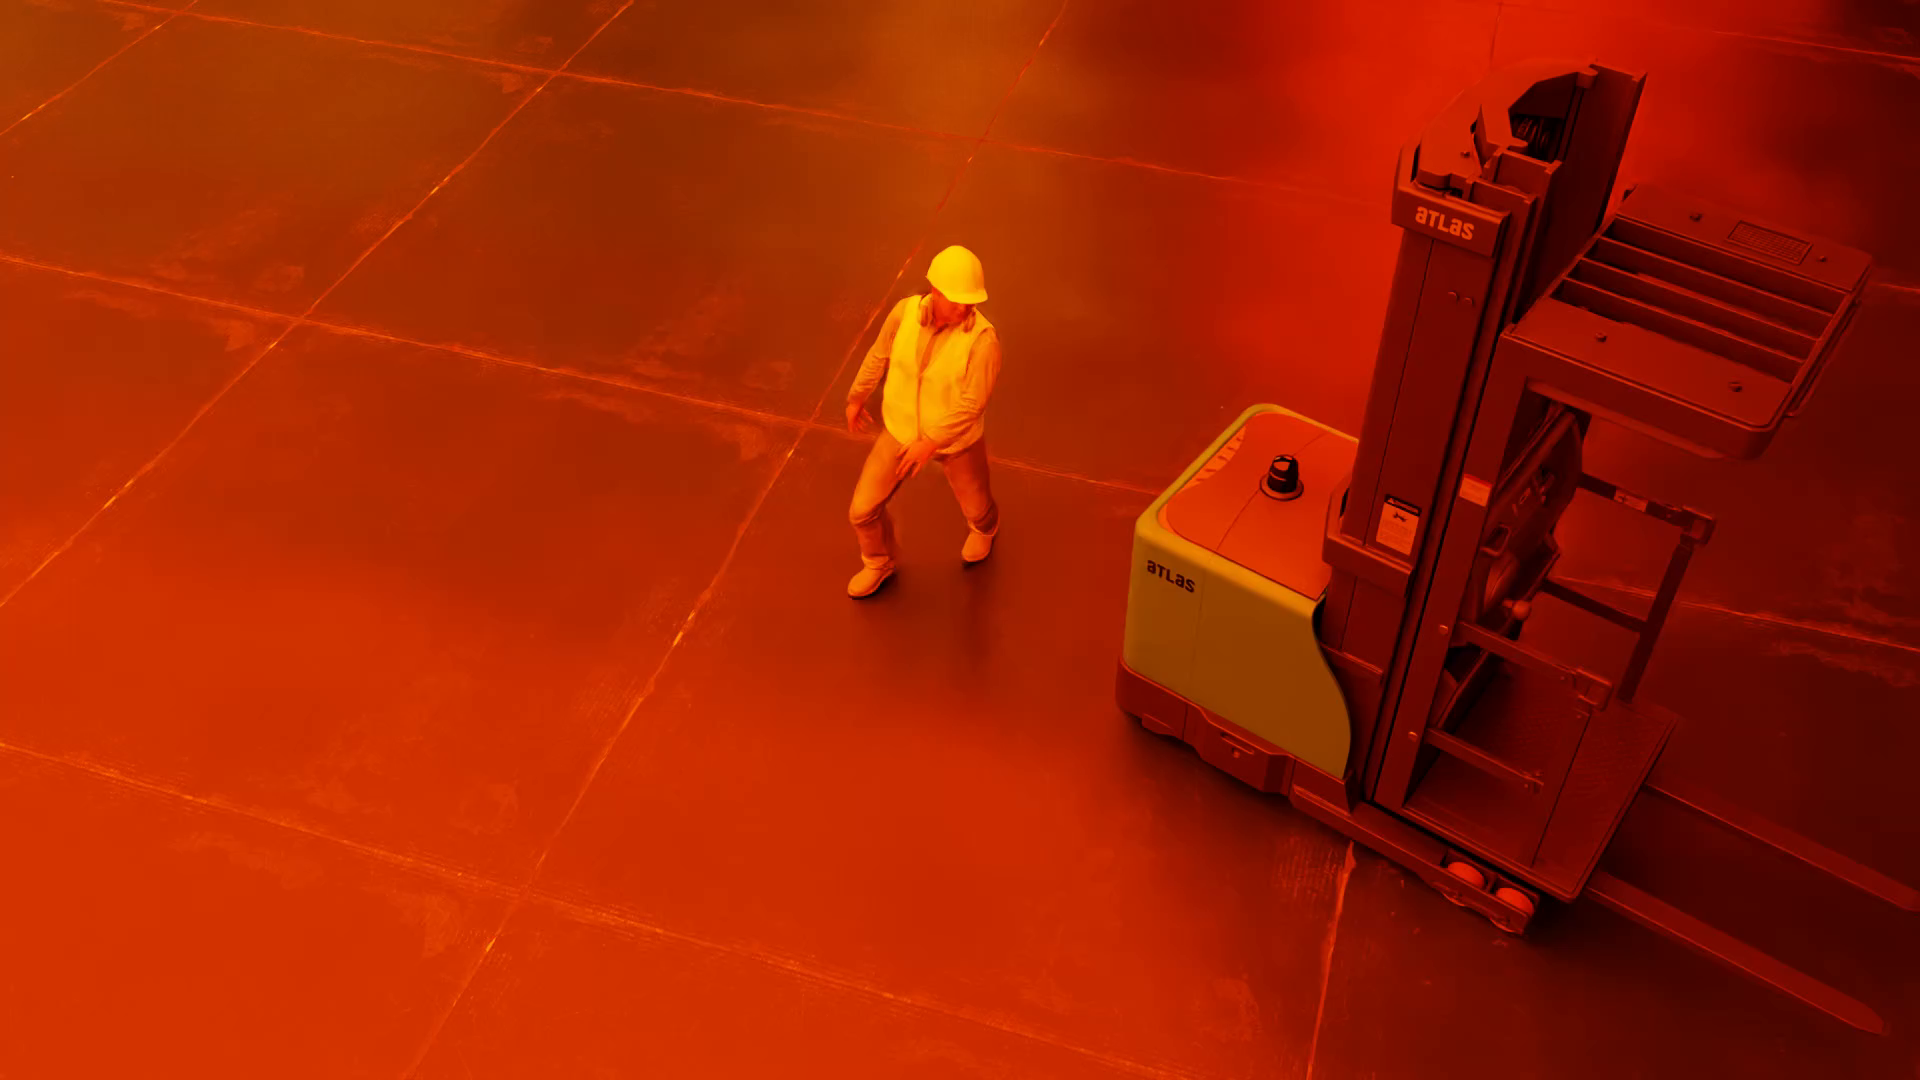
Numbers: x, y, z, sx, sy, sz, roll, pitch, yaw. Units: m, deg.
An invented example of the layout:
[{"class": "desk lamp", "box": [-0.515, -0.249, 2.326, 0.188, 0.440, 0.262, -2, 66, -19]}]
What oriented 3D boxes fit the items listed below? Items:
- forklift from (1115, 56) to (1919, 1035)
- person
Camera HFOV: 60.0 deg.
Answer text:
[{"class": "forklift", "box": [2.139, -0.016, 5.706, 3.031, 2.935, 1.130, 27, 49, 26]}, {"class": "person", "box": [-0.193, -0.482, 7.128, 0.674, 1.688, 0.789, 12, 44, 12]}]
